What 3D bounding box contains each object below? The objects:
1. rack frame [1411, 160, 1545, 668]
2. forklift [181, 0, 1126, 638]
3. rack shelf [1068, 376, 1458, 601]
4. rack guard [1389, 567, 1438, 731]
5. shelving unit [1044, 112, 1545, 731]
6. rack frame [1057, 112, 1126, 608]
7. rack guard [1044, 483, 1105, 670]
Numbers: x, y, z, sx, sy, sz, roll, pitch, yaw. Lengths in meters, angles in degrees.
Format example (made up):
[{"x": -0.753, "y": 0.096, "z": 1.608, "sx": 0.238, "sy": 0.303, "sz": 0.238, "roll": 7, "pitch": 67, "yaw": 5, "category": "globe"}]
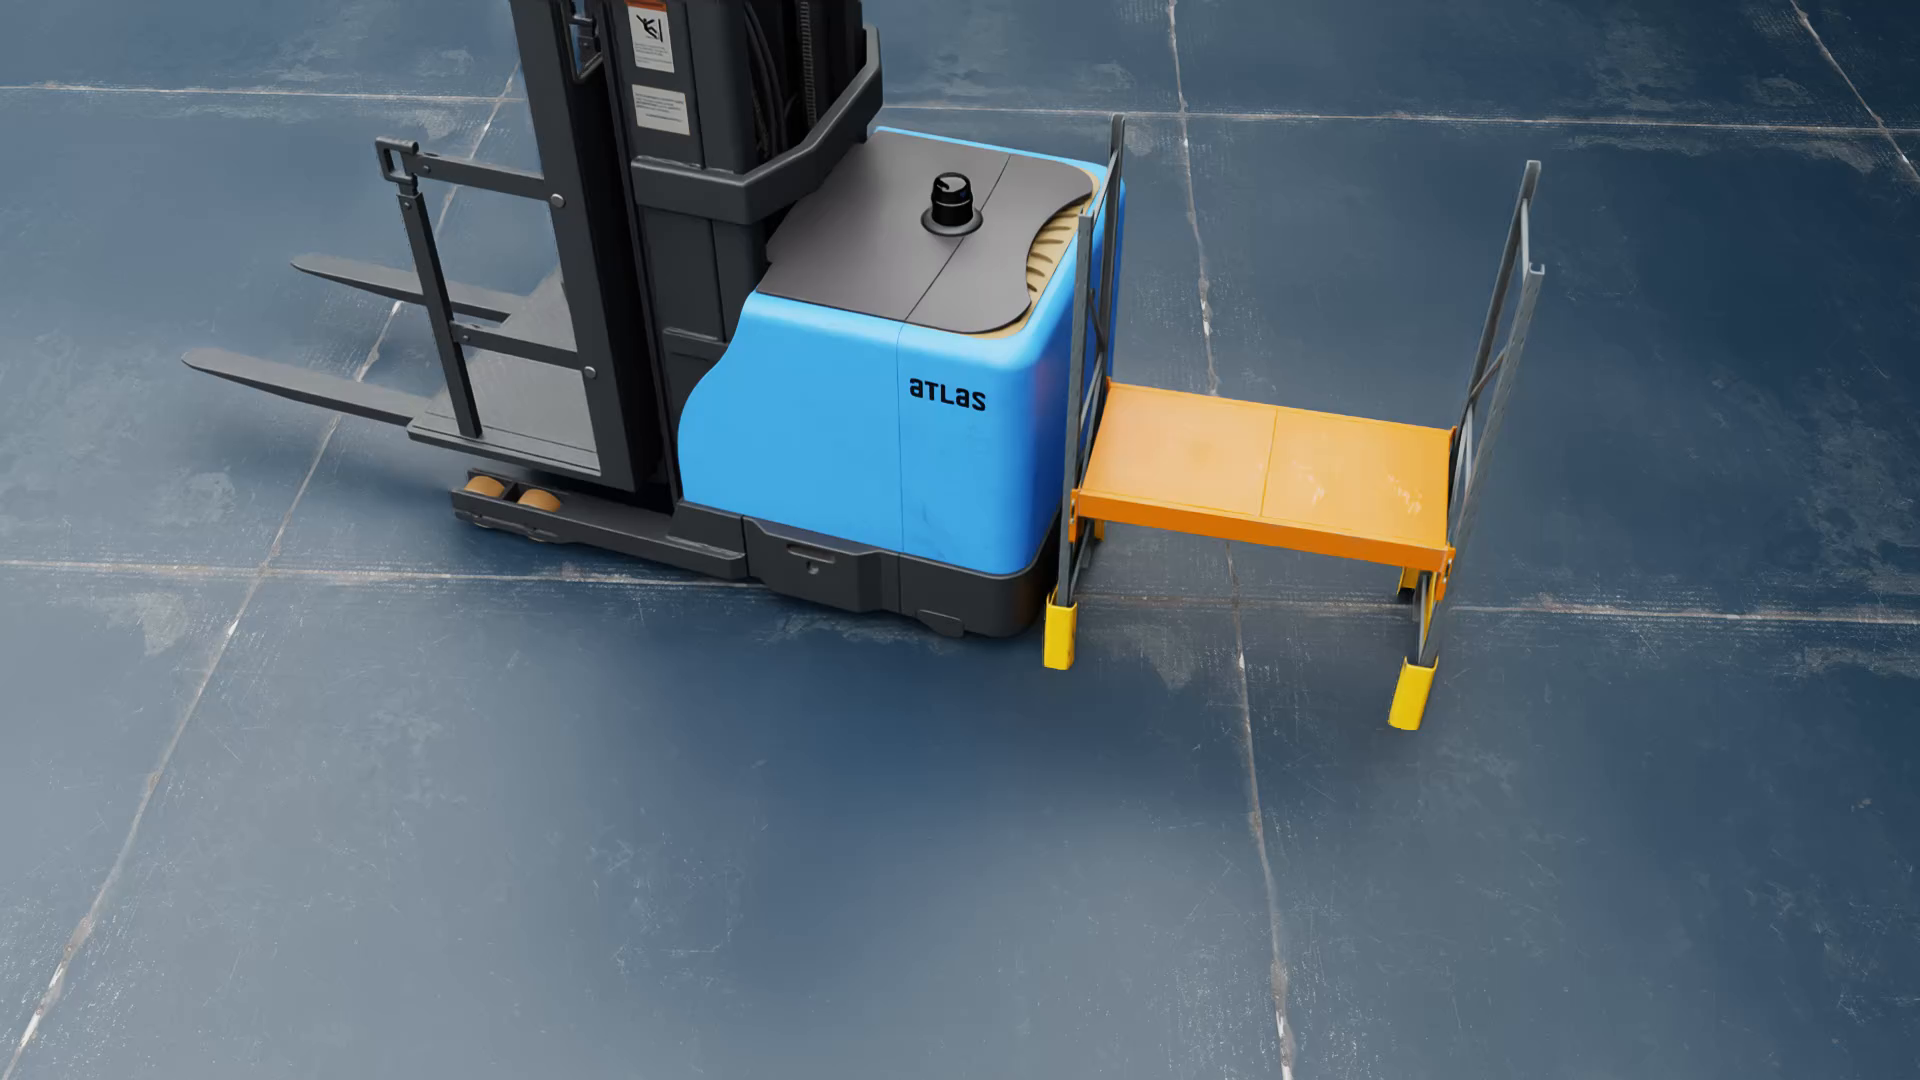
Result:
[{"x": 1.336, "y": -0.207, "z": 4.372, "sx": 0.032, "sy": 1.500, "sz": 0.500, "roll": 9, "pitch": 44, "yaw": 10, "category": "rack frame"}, {"x": -1.076, "y": -1.393, "z": 4.595, "sx": 3.031, "sy": 2.935, "sz": 1.130, "roll": 13, "pitch": 45, "yaw": 14, "category": "forklift"}, {"x": 0.842, "y": -0.156, "z": 4.581, "sx": 1.000, "sy": 0.185, "sz": 0.538, "roll": 9, "pitch": 44, "yaw": 10, "category": "rack shelf"}, {"x": 1.317, "y": 0.247, "z": 4.801, "sx": 0.087, "sy": 0.250, "sz": 0.587, "roll": 9, "pitch": 44, "yaw": 10, "category": "rack guard"}, {"x": 0.833, "y": -0.289, "z": 4.460, "sx": 1.083, "sy": 1.500, "sz": 0.587, "roll": 9, "pitch": 44, "yaw": 10, "category": "shelving unit"}, {"x": 0.347, "y": -0.368, "z": 4.544, "sx": 0.032, "sy": 1.500, "sz": 0.500, "roll": 9, "pitch": 44, "yaw": 10, "category": "rack frame"}, {"x": 0.349, "y": 0.090, "z": 4.970, "sx": 0.087, "sy": 0.250, "sz": 0.587, "roll": 9, "pitch": 44, "yaw": 10, "category": "rack guard"}]
